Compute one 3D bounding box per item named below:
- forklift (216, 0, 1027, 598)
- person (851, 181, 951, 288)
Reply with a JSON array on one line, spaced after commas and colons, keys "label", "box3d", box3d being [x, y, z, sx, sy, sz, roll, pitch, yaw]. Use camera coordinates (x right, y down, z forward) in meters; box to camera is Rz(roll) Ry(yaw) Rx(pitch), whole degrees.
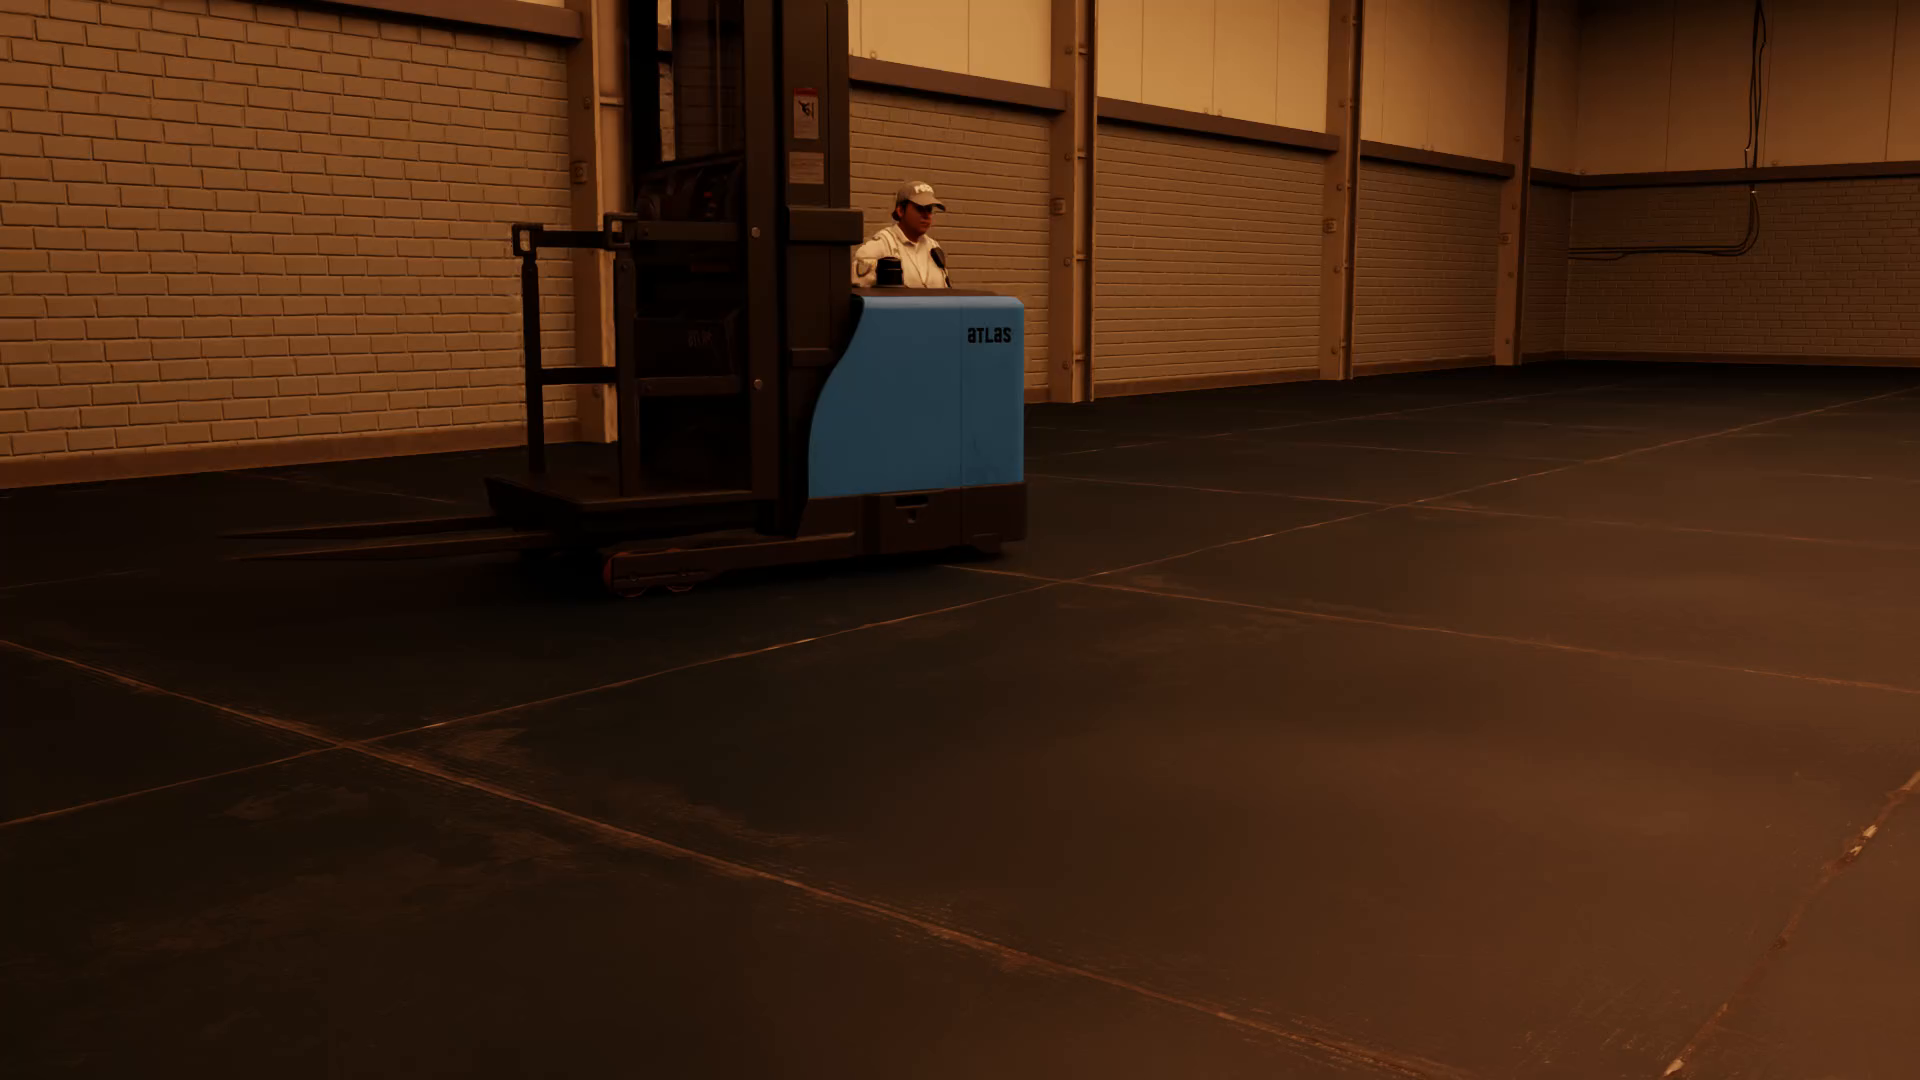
[{"label": "forklift", "box3d": [-1.235, -1.328, 6.360, 3.031, 2.935, 1.130, -5, 10, -33]}, {"label": "person", "box3d": [-0.224, -0.921, 8.101, 0.763, 1.621, 0.473, -6, 11, -37]}]
